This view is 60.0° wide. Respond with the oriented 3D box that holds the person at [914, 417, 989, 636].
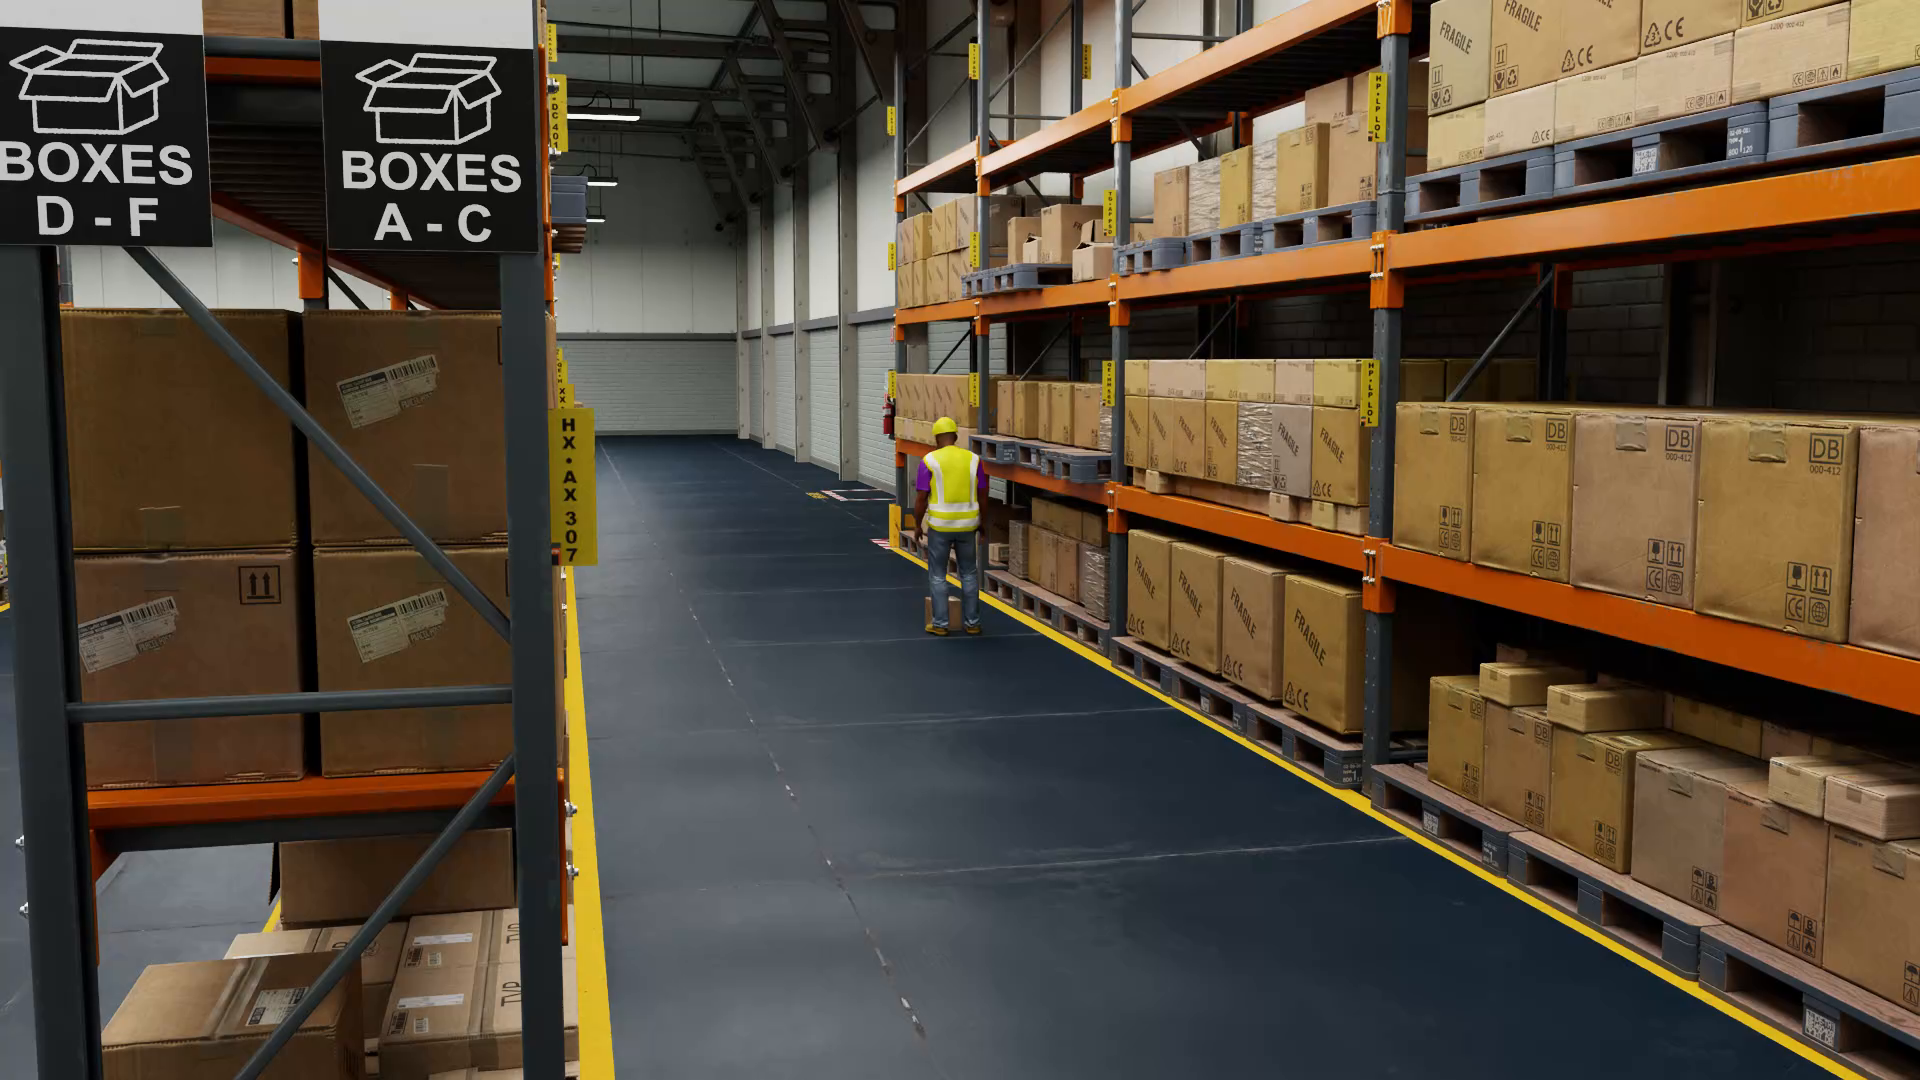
[{"bbox_3d":[-0.074,-0.117,13.469,0.630,1.761,0.462,-2,6,-14],"label":"person"}]
